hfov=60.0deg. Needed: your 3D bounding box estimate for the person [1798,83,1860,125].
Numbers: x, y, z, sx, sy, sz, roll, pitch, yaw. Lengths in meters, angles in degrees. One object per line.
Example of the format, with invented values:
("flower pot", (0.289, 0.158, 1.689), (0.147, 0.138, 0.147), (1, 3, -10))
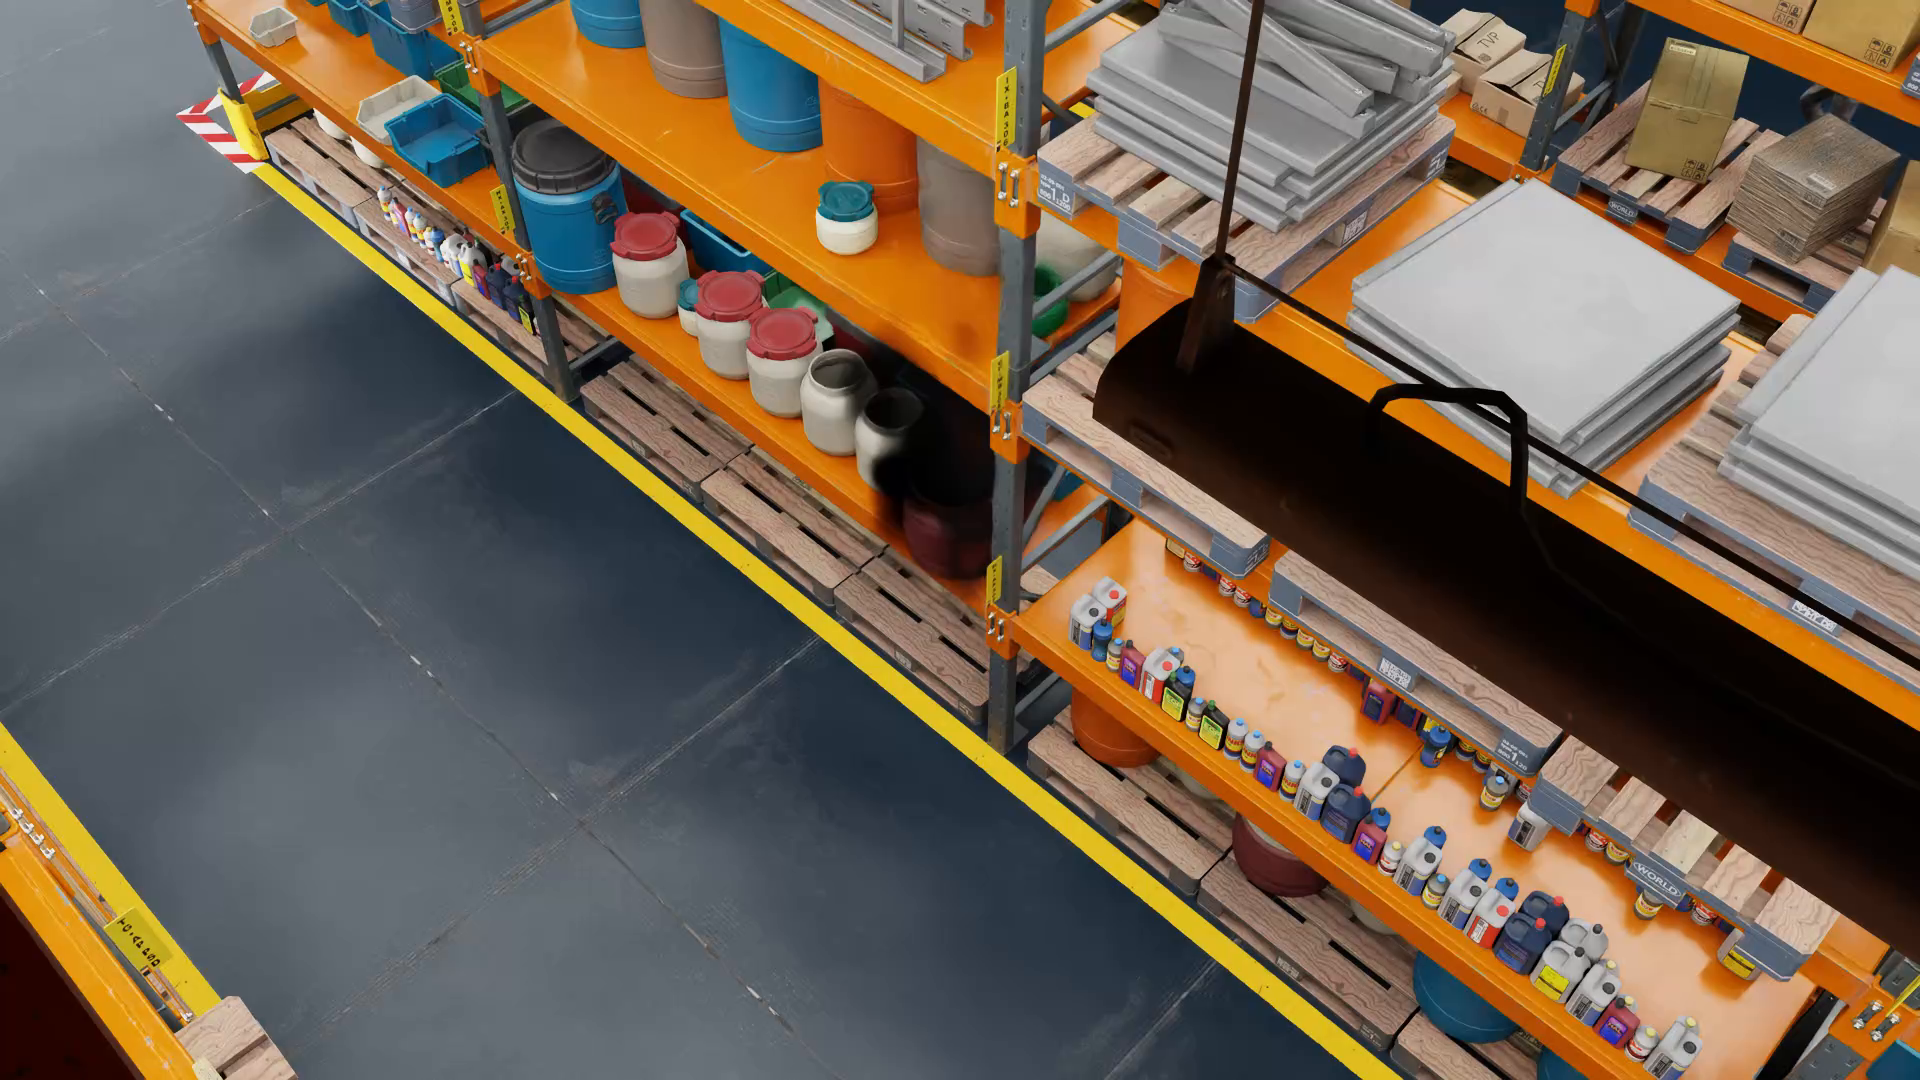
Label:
("person", (6.486, -3.319, 12.138), (0.682, 1.602, 0.503), (24, 54, 19))
